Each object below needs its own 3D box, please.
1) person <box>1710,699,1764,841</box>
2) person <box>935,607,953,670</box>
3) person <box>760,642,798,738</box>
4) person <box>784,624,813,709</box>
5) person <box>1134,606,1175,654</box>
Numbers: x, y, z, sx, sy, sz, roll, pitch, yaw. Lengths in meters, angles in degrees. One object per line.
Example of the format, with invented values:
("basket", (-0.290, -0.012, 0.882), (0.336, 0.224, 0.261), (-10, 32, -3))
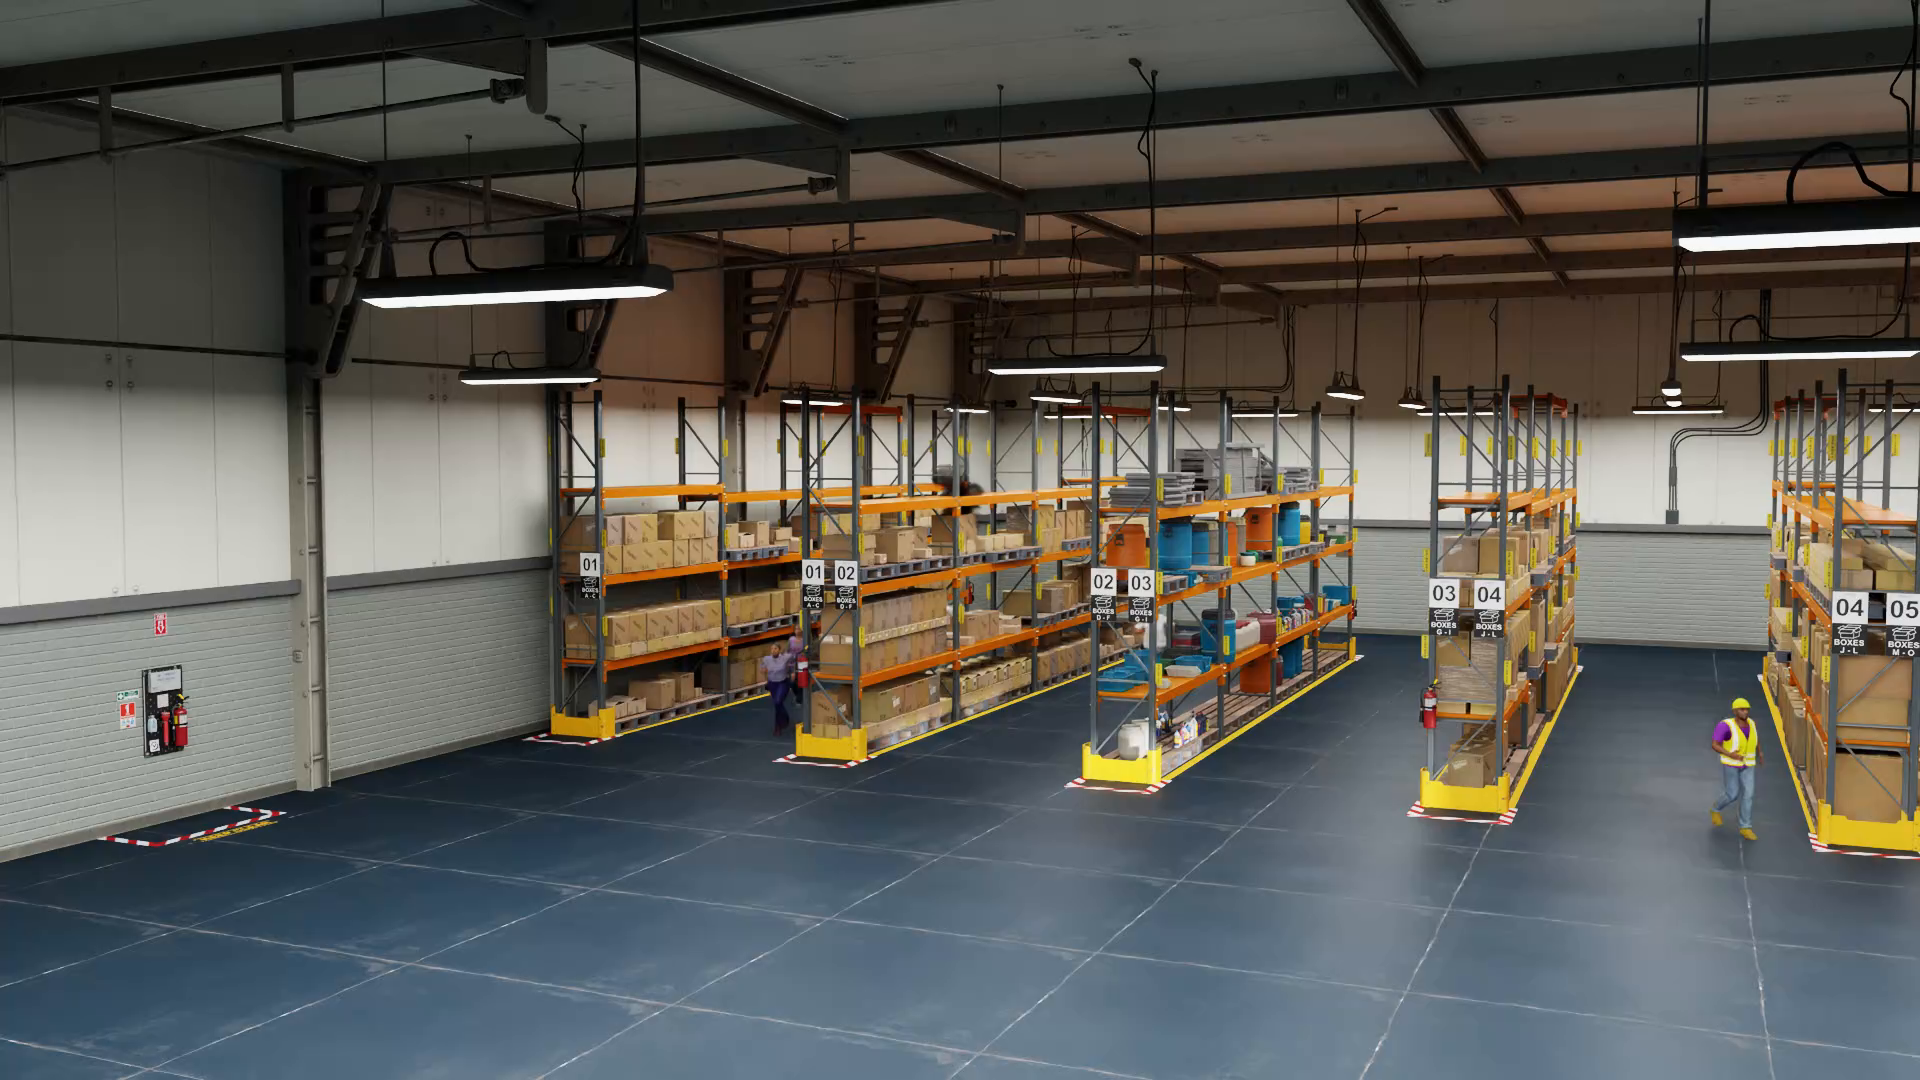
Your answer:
("person", (10.087, 2.932, 21.579), (0.725, 1.780, 0.835), (0, 3, -6))
("person", (-0.438, 2.079, 37.695), (0.621, 1.746, 0.880), (1, 3, 19))
("person", (-3.150, 2.586, 29.054), (0.596, 1.649, 0.906), (1, 3, 18))
("person", (-2.934, 2.285, 30.097), (0.541, 1.541, 0.490), (0, 3, 5))
("person", (3.707, 2.076, 31.910), (0.730, 1.840, 0.784), (1, 3, 21))
